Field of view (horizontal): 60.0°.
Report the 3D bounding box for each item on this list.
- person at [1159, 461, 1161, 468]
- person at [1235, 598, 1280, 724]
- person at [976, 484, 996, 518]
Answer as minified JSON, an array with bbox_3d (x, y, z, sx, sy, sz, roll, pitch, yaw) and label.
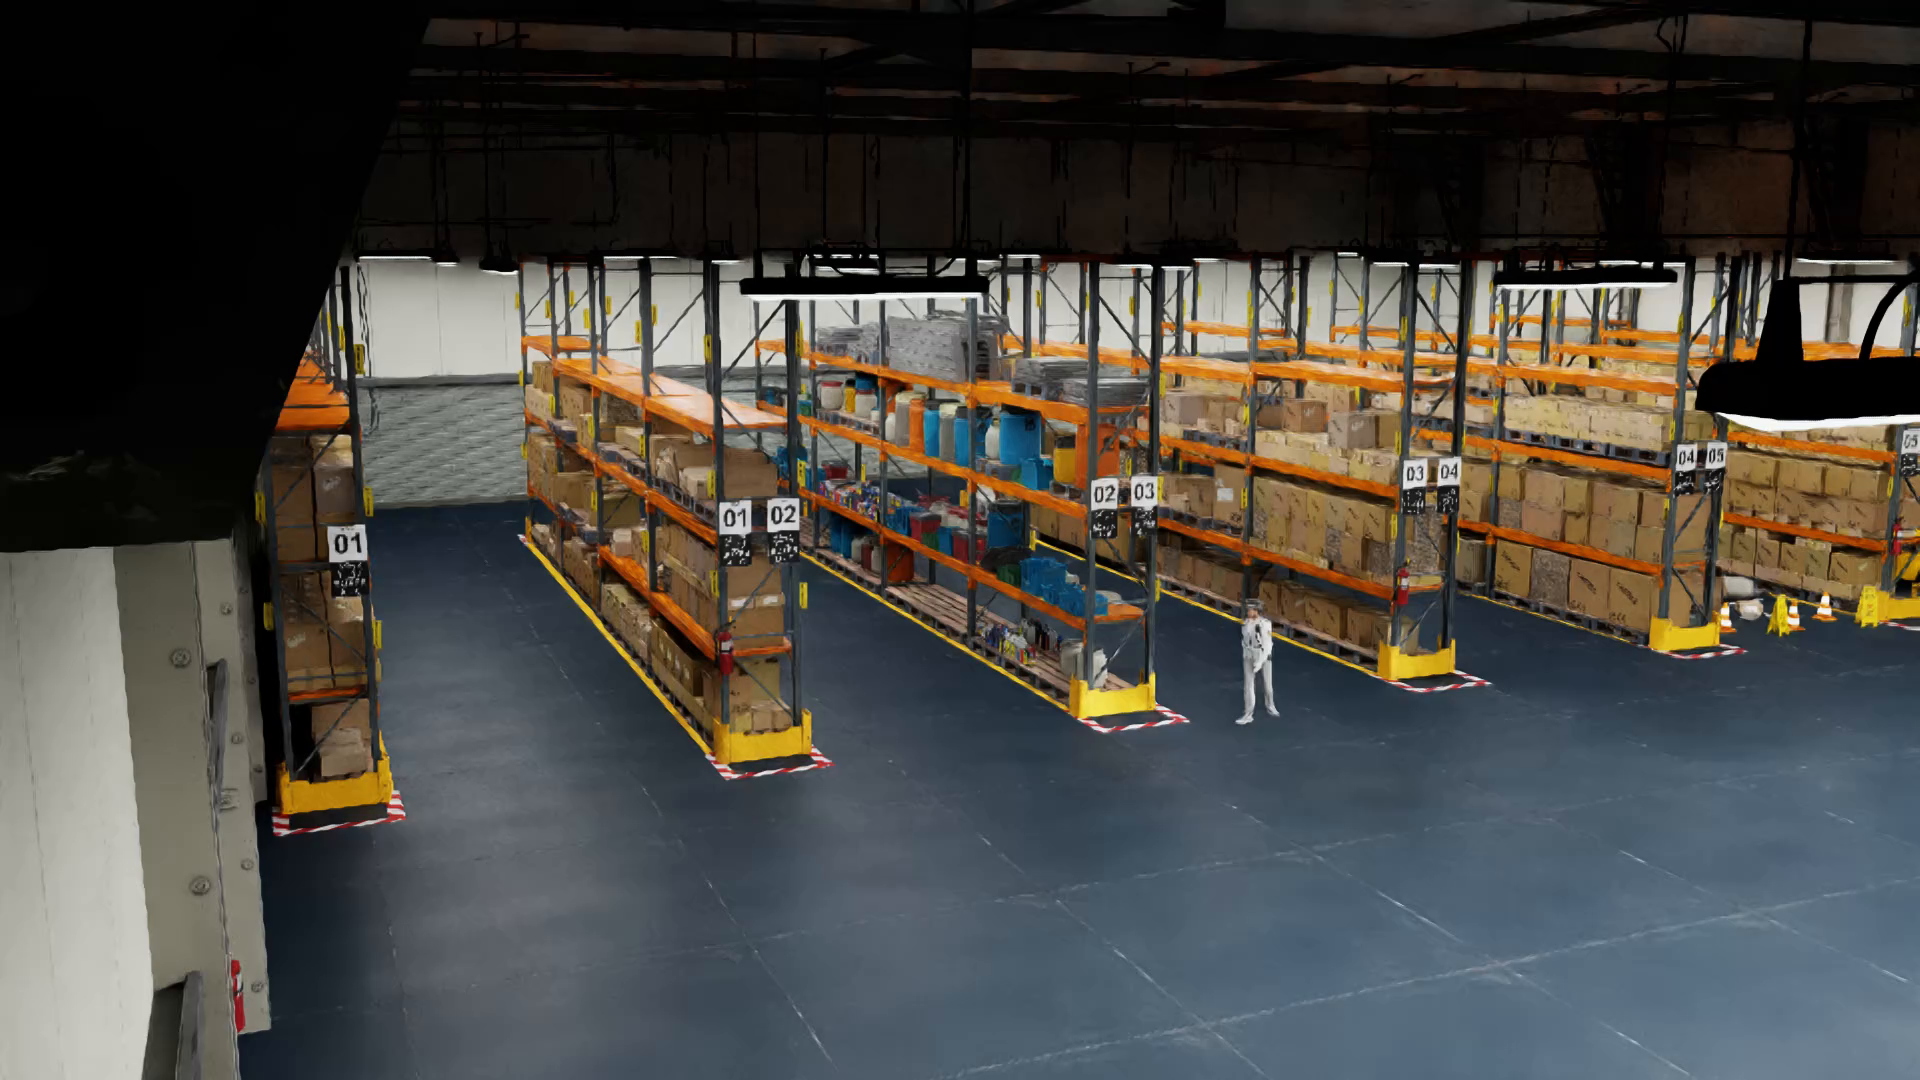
[{"bbox_3d":[4.265,-1.093,36.537,0.562,1.452,0.815,-3,11,-17],"label":"person"},{"bbox_3d":[3.926,1.567,21.875,0.498,1.659,0.683,9,14,40],"label":"person"},{"bbox_3d":[0.561,-0.861,34.521,0.575,1.724,0.356,8,13,36],"label":"person"}]
